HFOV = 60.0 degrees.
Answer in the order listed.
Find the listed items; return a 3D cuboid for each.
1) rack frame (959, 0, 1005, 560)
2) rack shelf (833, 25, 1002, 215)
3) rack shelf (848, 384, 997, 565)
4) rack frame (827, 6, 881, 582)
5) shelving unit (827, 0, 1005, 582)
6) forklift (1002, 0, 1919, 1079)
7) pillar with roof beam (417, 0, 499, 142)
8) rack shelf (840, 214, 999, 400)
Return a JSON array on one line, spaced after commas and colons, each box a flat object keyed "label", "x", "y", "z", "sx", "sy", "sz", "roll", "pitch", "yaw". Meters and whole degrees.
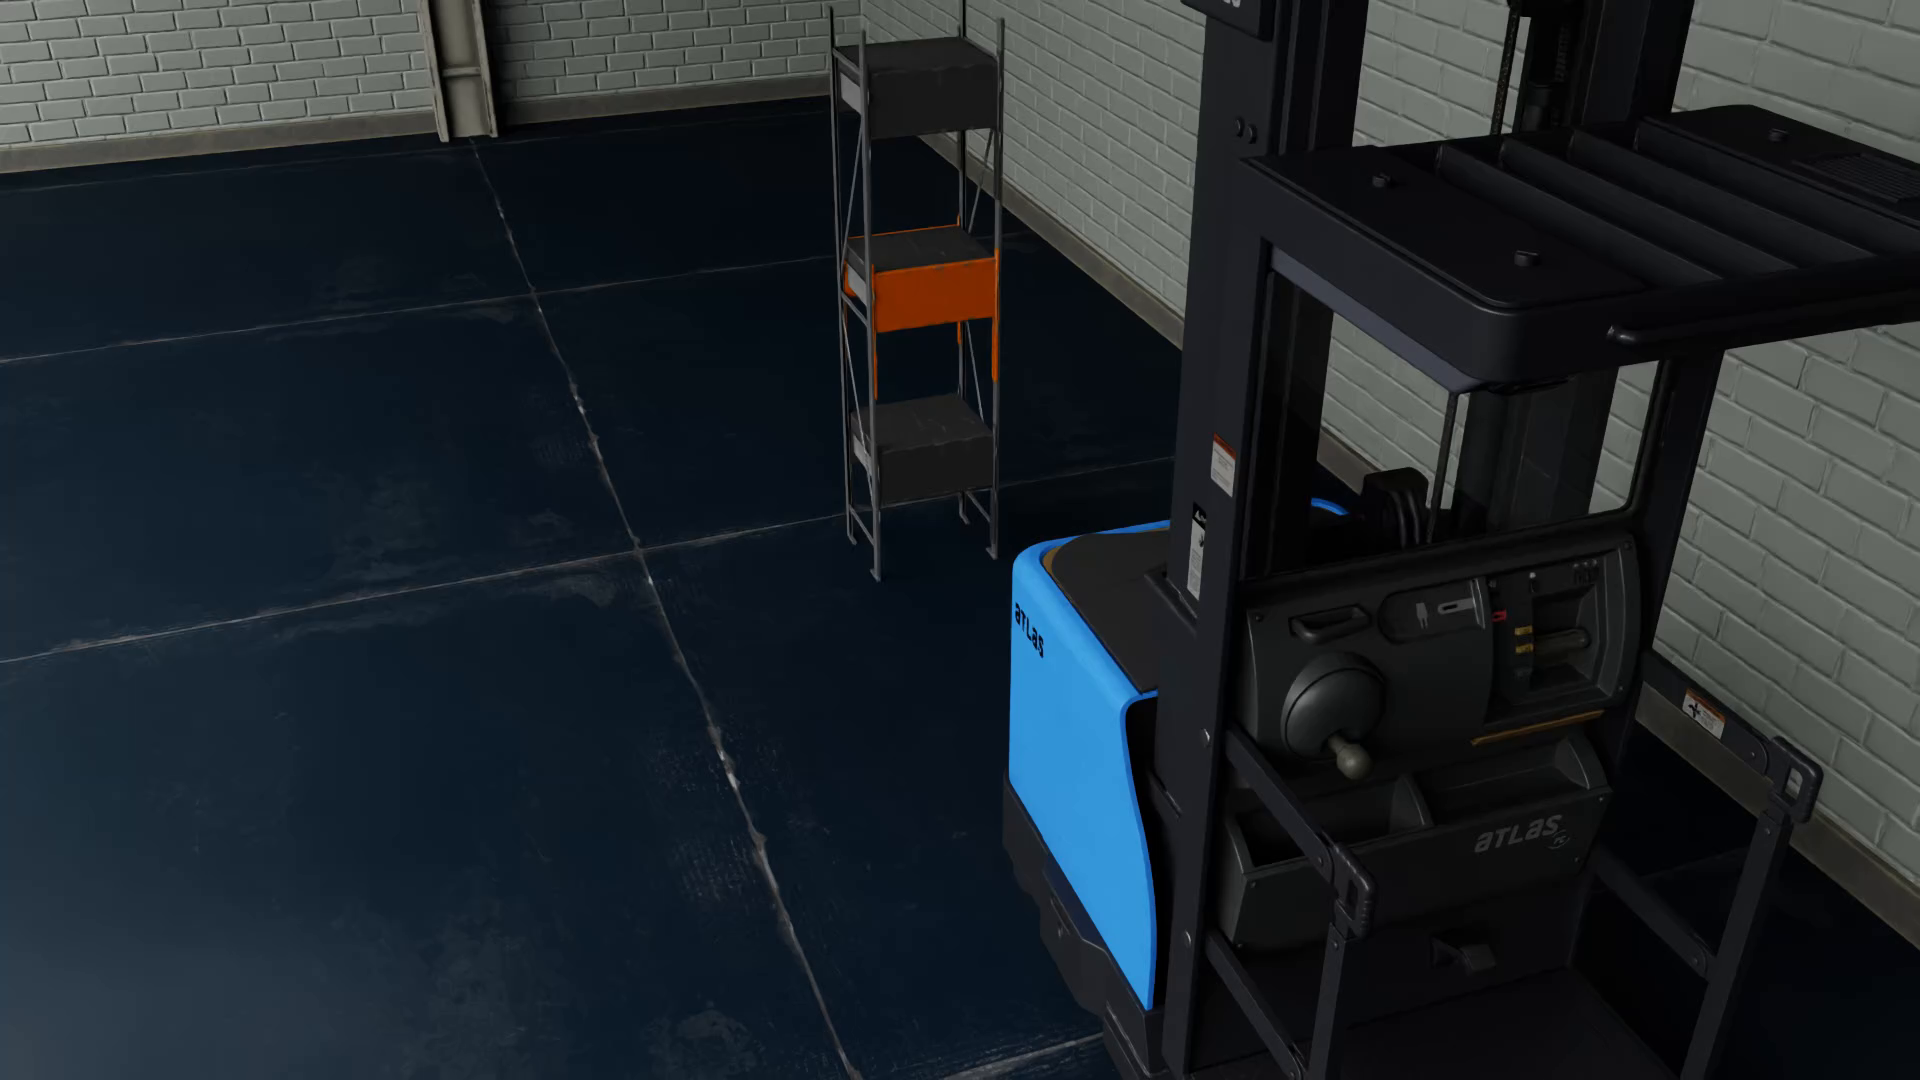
[{"label": "rack frame", "x": 0.074, "y": -0.926, "z": 6.254, "sx": 0.015, "sy": 2.100, "sz": 0.400, "roll": -10, "pitch": 31, "yaw": -18}, {"label": "rack shelf", "x": -0.155, "y": -1.480, "z": 5.840, "sx": 0.480, "sy": 0.518, "sz": 0.431, "roll": -10, "pitch": 31, "yaw": -18}, {"label": "rack shelf", "x": -0.155, "y": -0.264, "z": 6.533, "sx": 0.480, "sy": 0.518, "sz": 0.431, "roll": -10, "pitch": 31, "yaw": -18}, {"label": "rack frame", "x": -0.384, "y": -0.842, "z": 6.106, "sx": 0.015, "sy": 2.100, "sz": 0.400, "roll": -10, "pitch": 31, "yaw": -18}, {"label": "shelving unit", "x": -0.155, "y": -0.884, "z": 6.180, "sx": 0.503, "sy": 2.100, "sz": 0.431, "roll": -10, "pitch": 31, "yaw": -18}, {"label": "forklift", "x": 1.090, "y": 0.285, "z": 3.290, "sx": 1.130, "sy": 2.935, "sz": 3.031, "roll": -10, "pitch": 31, "yaw": -17}, {"label": "pillar with roof beam", "x": -1.995, "y": -4.800, "z": 6.085, "sx": 0.400, "sy": 9.000, "sz": 9.100, "roll": -10, "pitch": 31, "yaw": -18}, {"label": "rack shelf", "x": -0.155, "y": -0.872, "z": 6.187, "sx": 0.480, "sy": 0.518, "sz": 0.431, "roll": -10, "pitch": 31, "yaw": -18}]
